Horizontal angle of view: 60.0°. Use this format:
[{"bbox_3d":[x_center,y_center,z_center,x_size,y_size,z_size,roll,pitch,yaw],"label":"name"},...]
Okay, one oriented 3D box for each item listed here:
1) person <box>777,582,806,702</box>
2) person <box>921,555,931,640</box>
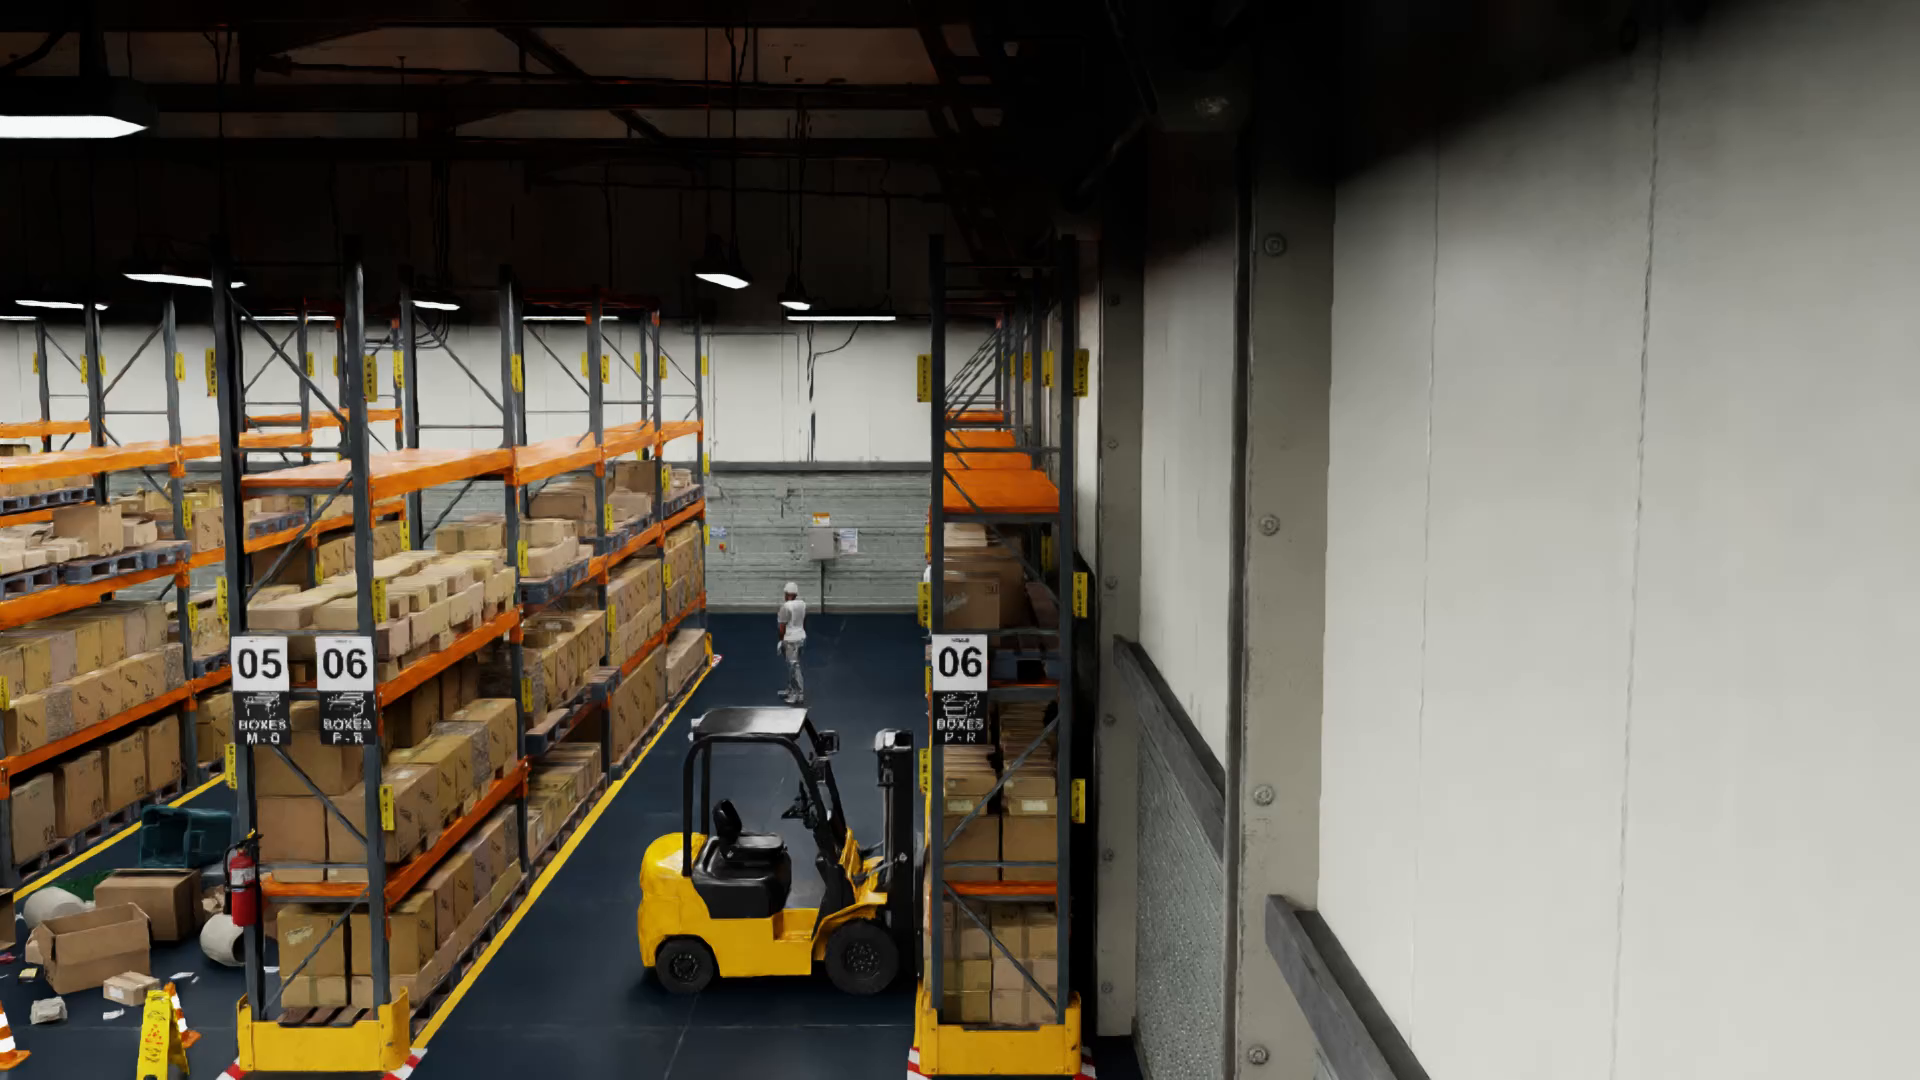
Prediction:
[{"bbox_3d":[-2.547,1.508,24.988,0.590,1.783,0.669,3,7,22],"label":"person"},{"bbox_3d":[-0.384,0.996,30.382,0.602,1.647,0.537,-4,8,-33],"label":"person"}]
